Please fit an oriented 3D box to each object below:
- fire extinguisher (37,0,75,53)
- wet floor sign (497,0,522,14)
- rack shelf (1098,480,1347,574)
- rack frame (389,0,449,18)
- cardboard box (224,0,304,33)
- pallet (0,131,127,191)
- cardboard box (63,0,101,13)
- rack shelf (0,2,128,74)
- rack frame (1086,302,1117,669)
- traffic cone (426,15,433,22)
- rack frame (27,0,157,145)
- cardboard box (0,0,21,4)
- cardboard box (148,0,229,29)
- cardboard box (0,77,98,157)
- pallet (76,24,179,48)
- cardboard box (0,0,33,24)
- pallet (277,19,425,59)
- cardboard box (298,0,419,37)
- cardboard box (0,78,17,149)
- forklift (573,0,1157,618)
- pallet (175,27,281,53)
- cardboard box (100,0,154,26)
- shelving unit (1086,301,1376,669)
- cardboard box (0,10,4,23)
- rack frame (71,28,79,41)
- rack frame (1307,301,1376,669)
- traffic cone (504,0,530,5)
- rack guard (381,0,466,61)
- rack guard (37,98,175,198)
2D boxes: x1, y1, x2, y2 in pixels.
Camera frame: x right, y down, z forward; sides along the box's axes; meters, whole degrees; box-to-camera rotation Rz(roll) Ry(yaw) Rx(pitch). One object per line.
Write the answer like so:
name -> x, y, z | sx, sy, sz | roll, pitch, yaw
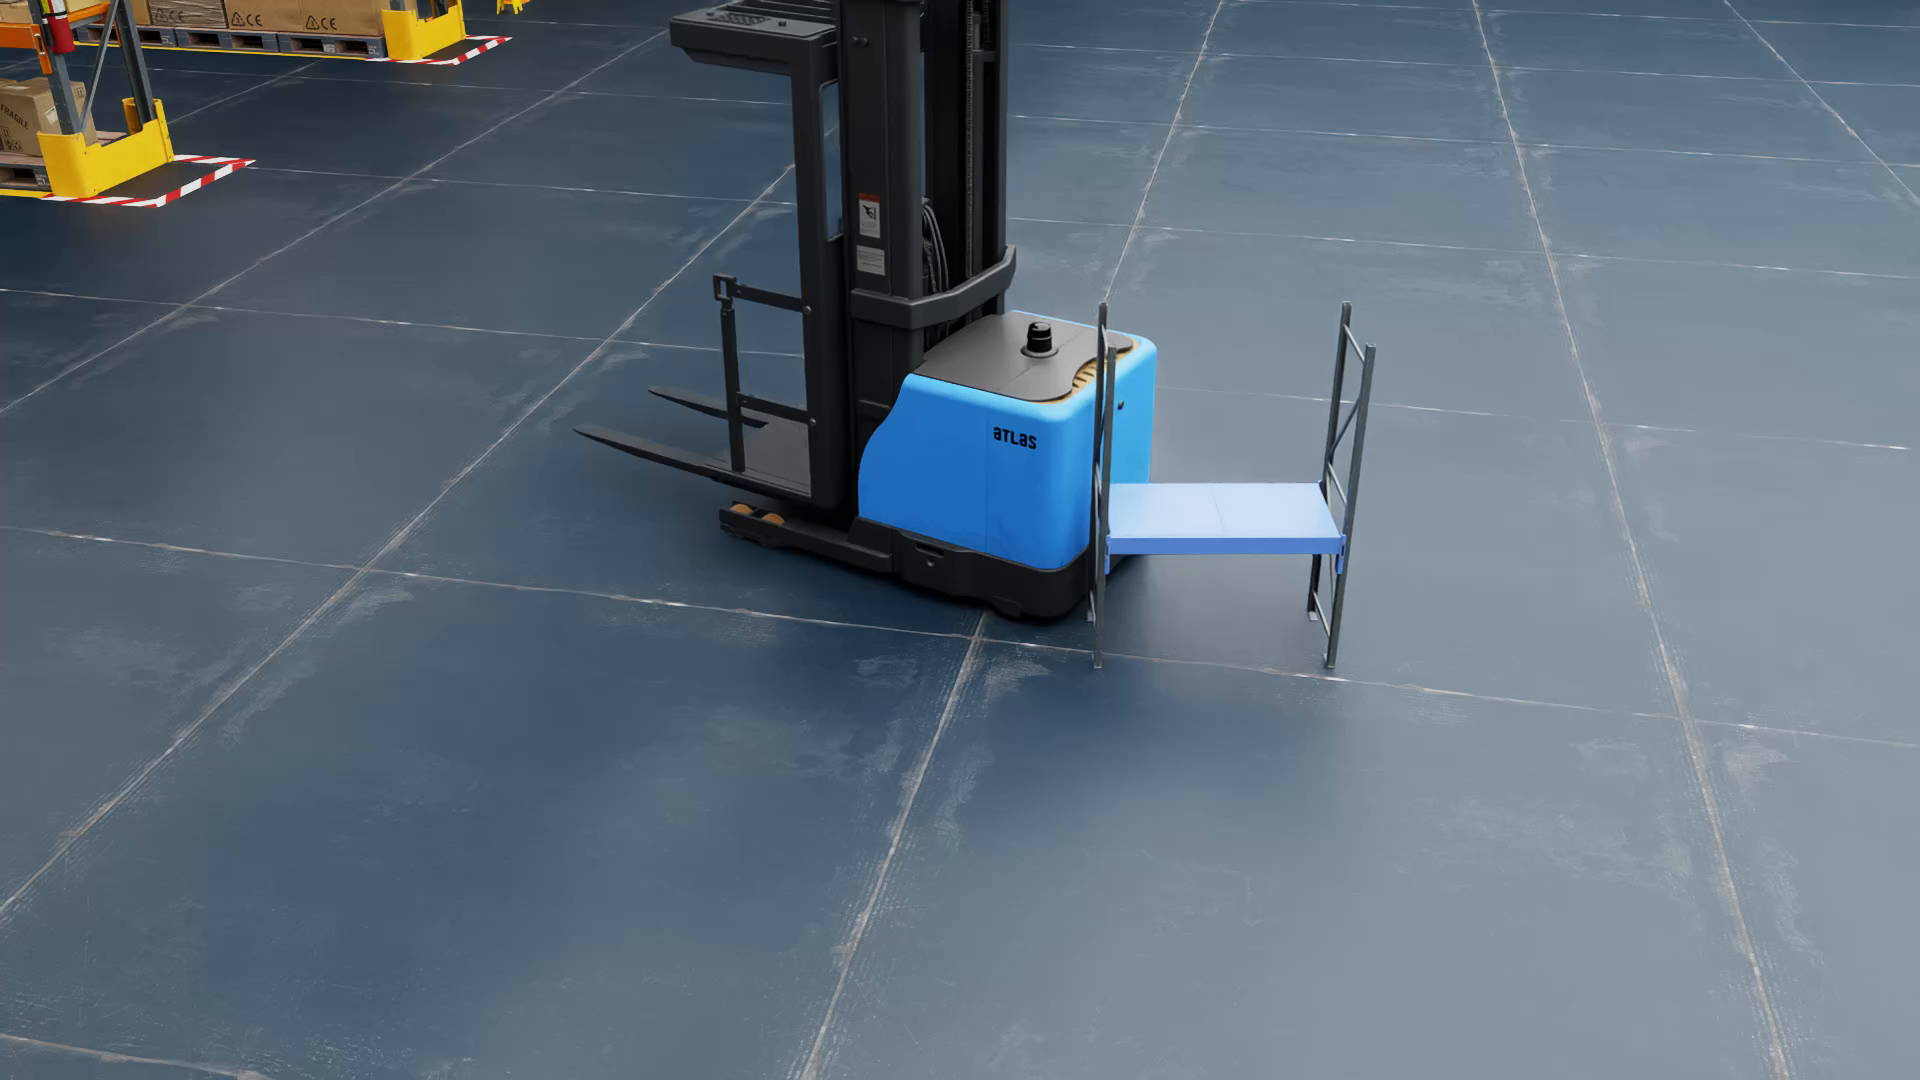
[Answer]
fire extinguisher -> -6.880, -4.047, 12.600 | 0.183, 0.674, 0.296 | 6, 29, 11
wet floor sign -> -5.320, -6.523, 19.492 | 0.232, 0.644, 0.267 | 1, 29, 2
rack shelf -> 1.106, -0.060, 7.173 | 1.000, 0.185, 0.538 | 0, 29, 0
rack frame -> -5.762, -6.628, 17.234 | 0.127, 3.000, 1.000 | 6, 29, 11
cardboard box -> -7.300, -6.005, 17.870 | 0.875, 0.875, 0.875 | 5, 29, 10
pallet -> -7.758, -3.192, 13.860 | 1.213, 0.211, 1.003 | 6, 29, 11
cardboard box -> -7.125, -4.339, 13.314 | 0.250, 0.149, 0.380 | 6, 29, 11
rack shelf -> -8.852, -4.194, 13.536 | 4.000, 0.370, 1.077 | 6, 29, 11
rack frame -> 0.598, -0.217, 7.085 | 0.032, 1.500, 0.500 | 0, 29, 0
traffic cone -> -5.984, -6.236, 19.158 | 0.334, 0.463, 0.336 | 6, 29, 11
rack frame -> -6.896, -4.309, 12.997 | 0.127, 3.000, 1.000 | 6, 29, 11
cardboard box -> -7.428, -4.551, 13.026 | 0.500, 0.500, 0.875 | 6, 29, 11
cardboard box -> -8.191, -6.097, 18.039 | 0.875, 0.875, 0.875 | 6, 29, 11
cardboard box -> -7.503, -3.467, 13.625 | 0.500, 0.500, 0.500 | 11, 31, 20
pallet -> -8.946, -5.693, 18.429 | 1.213, 0.211, 1.003 | 6, 29, 11
cardboard box -> -7.218, -4.131, 12.933 | 0.250, 0.149, 0.380 | 6, 29, 11
pallet -> -6.560, -5.449, 17.983 | 1.213, 0.211, 1.003 | 6, 29, 11
cardboard box -> -6.439, -5.917, 17.710 | 0.875, 0.875, 0.875 | 6, 29, 11
cardboard box -> -8.095, -3.511, 13.706 | 0.500, 0.500, 0.500 | 14, 32, 24
forklift -> -0.599, -1.446, 7.839 | 3.031, 2.935, 1.130 | 16, 33, 27
pallet -> -7.749, -5.572, 18.208 | 1.213, 0.211, 1.003 | 6, 29, 11
cardboard box -> -9.073, -6.186, 18.200 | 0.875, 0.875, 0.875 | 6, 29, 11
shelving unit -> 1.106, -0.218, 7.086 | 1.048, 1.500, 0.538 | 0, 29, 0
cardboard box -> -7.462, -4.156, 12.979 | 0.250, 0.149, 0.380 | 6, 29, 11
rack frame -> -9.673, -7.029, 17.966 | 0.127, 3.000, 1.000 | 6, 29, 11
rack frame -> 1.614, -0.219, 7.087 | 0.032, 1.500, 0.500 | 0, 29, 0
traffic cone -> -5.416, -6.732, 20.065 | 0.334, 0.463, 0.336 | 6, 29, 11
rack guard -> -5.738, -5.529, 17.829 | 0.348, 0.500, 1.175 | 6, 29, 11
rack guard -> -6.971, -3.220, 13.611 | 0.348, 0.500, 1.175 | 6, 29, 11
